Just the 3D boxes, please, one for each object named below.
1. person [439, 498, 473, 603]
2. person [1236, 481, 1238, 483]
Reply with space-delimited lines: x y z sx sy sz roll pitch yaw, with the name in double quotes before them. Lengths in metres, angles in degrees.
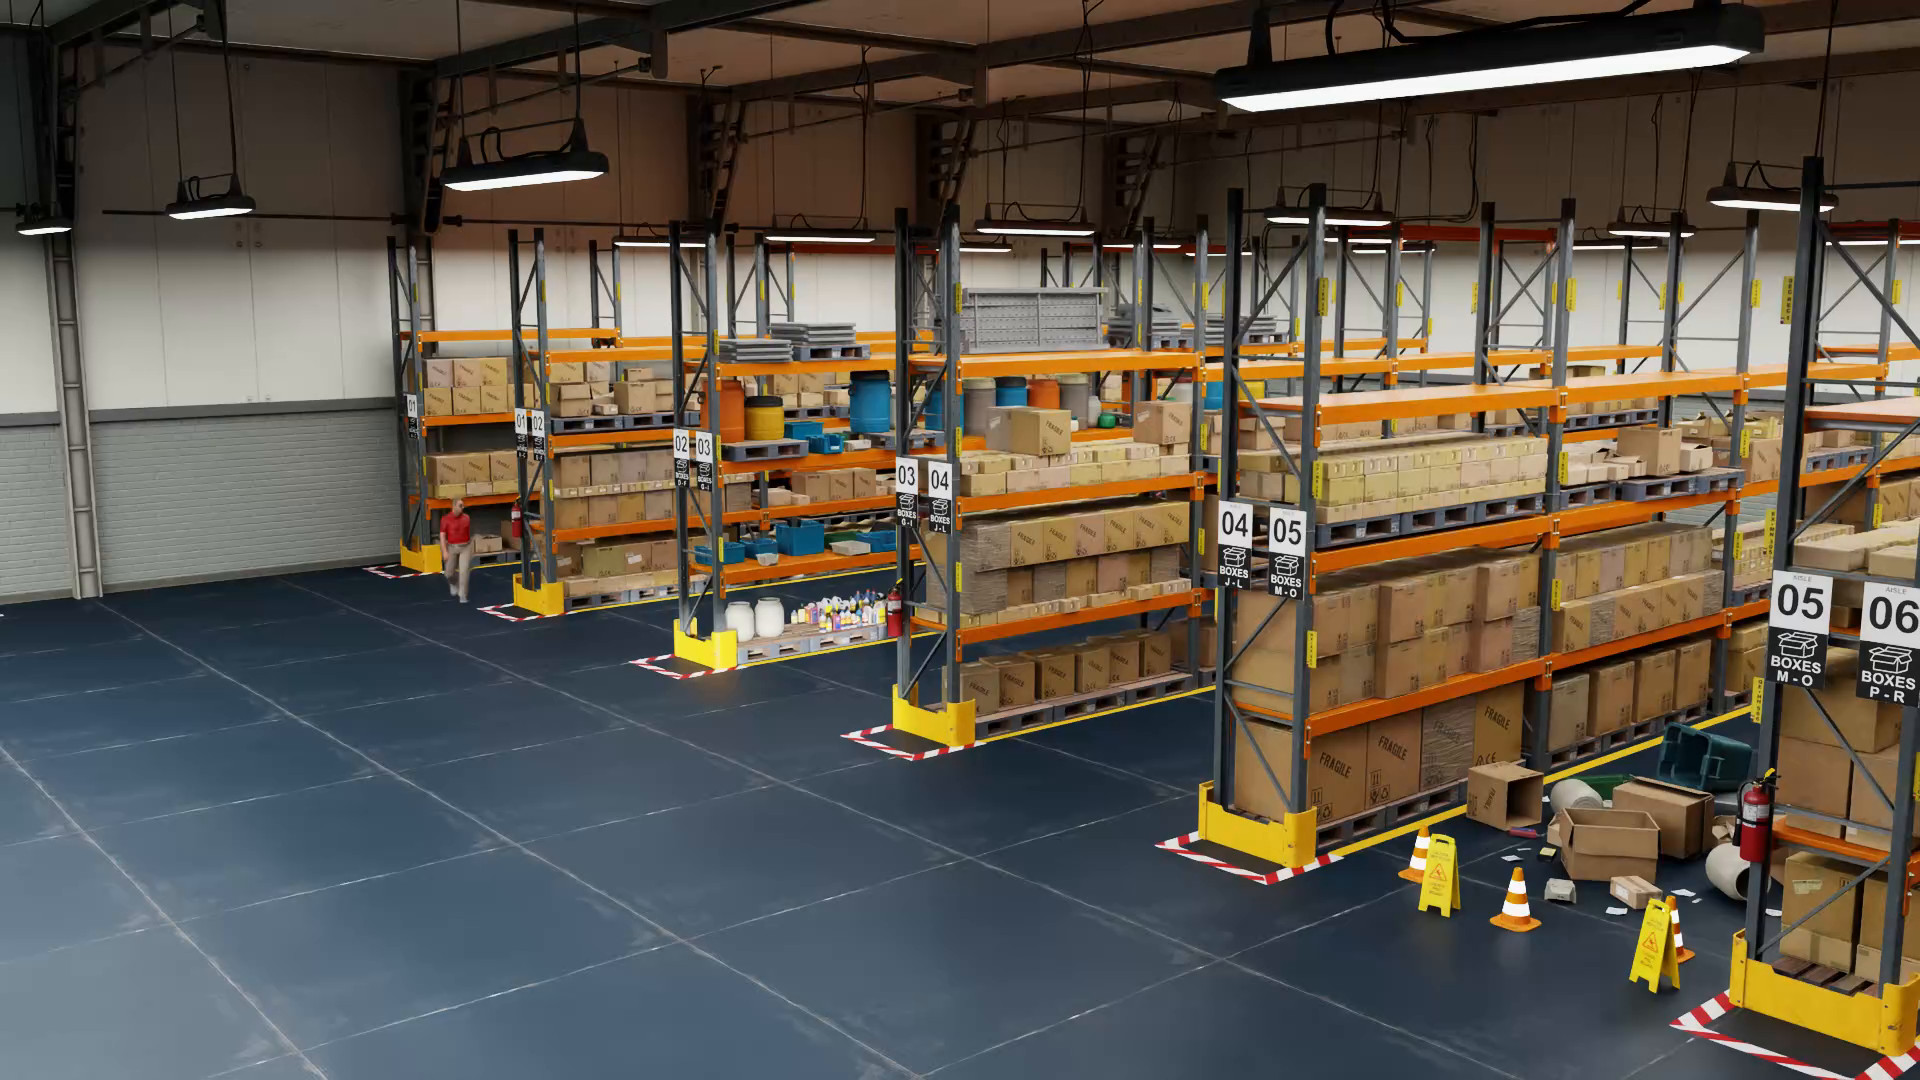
"person" -8.200 0.155 27.112 0.502 1.689 0.678 -2 9 -11
"person" 5.405 -0.695 32.981 0.928 1.615 0.461 -6 11 -34
